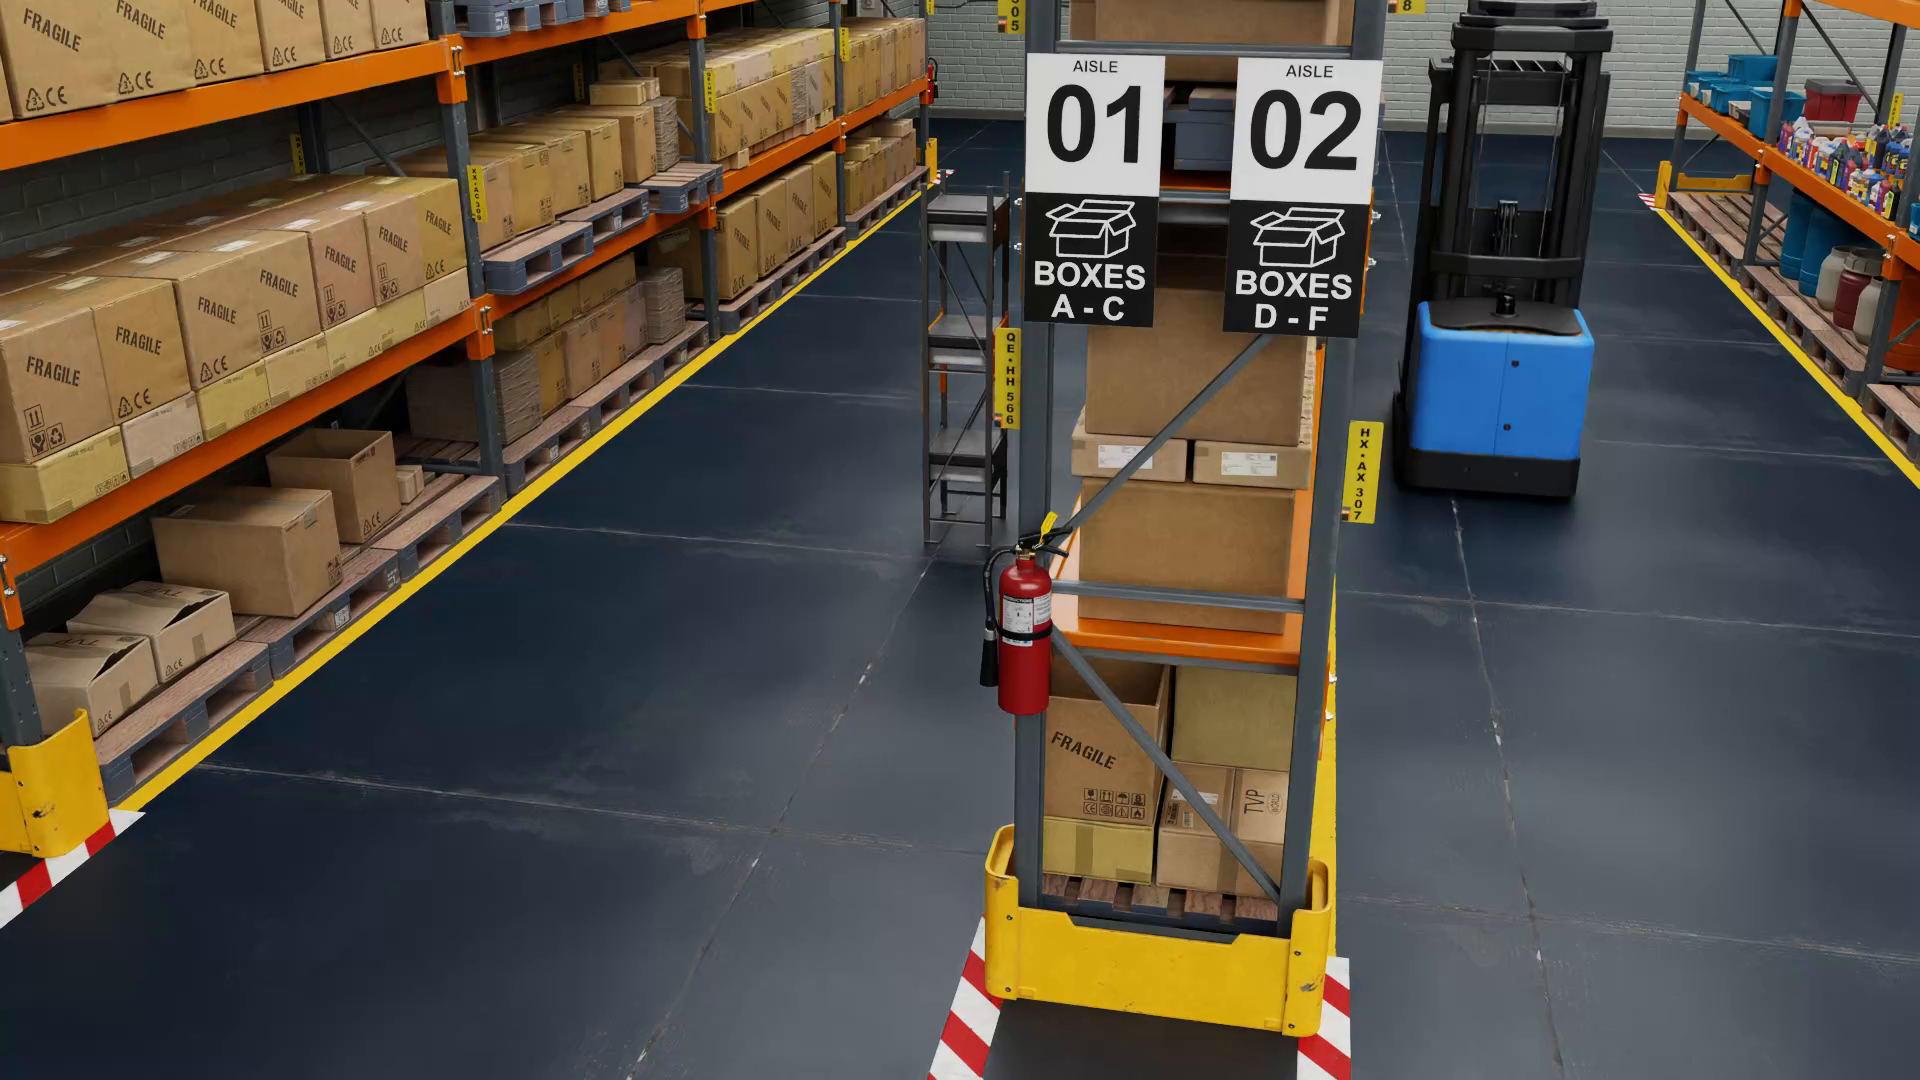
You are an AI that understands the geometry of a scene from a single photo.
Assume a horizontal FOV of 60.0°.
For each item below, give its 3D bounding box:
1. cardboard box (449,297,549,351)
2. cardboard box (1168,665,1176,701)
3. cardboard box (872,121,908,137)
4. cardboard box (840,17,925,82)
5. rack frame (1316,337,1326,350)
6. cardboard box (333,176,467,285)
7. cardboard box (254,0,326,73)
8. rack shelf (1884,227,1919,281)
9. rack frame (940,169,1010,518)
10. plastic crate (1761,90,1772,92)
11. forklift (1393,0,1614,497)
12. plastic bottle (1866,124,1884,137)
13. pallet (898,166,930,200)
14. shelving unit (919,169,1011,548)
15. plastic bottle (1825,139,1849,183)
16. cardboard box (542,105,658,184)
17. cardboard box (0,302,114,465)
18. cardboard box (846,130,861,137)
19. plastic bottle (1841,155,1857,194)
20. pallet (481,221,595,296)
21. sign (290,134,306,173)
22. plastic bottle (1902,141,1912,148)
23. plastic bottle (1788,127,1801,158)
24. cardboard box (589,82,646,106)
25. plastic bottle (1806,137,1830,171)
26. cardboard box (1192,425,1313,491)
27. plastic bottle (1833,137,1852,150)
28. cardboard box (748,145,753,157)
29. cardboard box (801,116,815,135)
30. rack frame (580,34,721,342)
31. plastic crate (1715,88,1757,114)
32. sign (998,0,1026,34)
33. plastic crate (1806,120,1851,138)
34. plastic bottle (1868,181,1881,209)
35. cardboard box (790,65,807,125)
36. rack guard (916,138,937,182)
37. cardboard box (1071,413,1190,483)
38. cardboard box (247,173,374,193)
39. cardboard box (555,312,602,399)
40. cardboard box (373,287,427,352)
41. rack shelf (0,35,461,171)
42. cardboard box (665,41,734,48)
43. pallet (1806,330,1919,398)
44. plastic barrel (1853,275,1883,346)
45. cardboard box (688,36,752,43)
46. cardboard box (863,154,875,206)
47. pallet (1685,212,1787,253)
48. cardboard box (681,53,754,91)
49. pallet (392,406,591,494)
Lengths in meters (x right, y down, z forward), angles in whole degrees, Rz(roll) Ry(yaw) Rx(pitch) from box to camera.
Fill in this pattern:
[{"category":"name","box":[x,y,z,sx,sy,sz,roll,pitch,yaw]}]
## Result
[{"category":"cardboard box","box":[-3.126,-1.476,11.256,0.500,0.250,0.500,4,22,10]},{"category":"cardboard box","box":[0.696,0.335,7.122,0.500,0.500,0.500,4,22,11]},{"category":"cardboard box","box":[-0.842,-4.958,20.066,0.380,0.149,0.250,5,22,12]},{"category":"cardboard box","box":[-0.992,-5.992,20.315,0.980,0.700,0.700,5,23,13]},{"category":"rack frame","box":[1.504,-1.275,9.005,1.000,3.000,0.127,4,22,11]},{"category":"cardboard box","box":[-3.140,-1.743,9.336,0.500,0.500,0.500,4,22,11]},{"category":"cardboard box","box":[-3.399,-2.506,7.884,0.500,0.500,0.500,4,22,9]},{"category":"rack shelf","box":[6.760,-1.294,10.015,1.077,0.370,4.000,4,22,11]},{"category":"rack frame","box":[0.084,-1.124,9.833,0.400,2.100,0.015,4,22,11]},{"category":"plastic crate","box":[8.739,-4.774,17.964,0.396,0.136,0.243,4,22,11]},{"category":"forklift","box":[3.648,-2.146,11.258,1.130,2.935,3.031,5,22,12]},{"category":"plastic bottle","box":[8.221,-3.596,14.933,0.152,0.276,0.135,4,22,11]},{"category":"pallet","box":[-0.984,-4.448,20.616,1.003,0.211,1.213,4,22,11]},{"category":"shelving unit","box":[0.034,-1.035,9.612,0.431,2.100,0.503,4,22,11]},{"category":"plastic bottle","box":[7.205,-3.106,13.617,0.144,0.351,0.185,4,22,11]},{"category":"cardboard box","box":[-2.704,-2.986,12.530,0.700,0.500,0.500,2,22,6]},{"category":"cardboard box","box":[-3.771,-0.628,6.568,0.500,0.500,0.500,4,22,11]},{"category":"cardboard box","box":[-1.370,-4.710,19.449,0.380,0.149,0.250,5,22,11]},{"category":"plastic bottle","box":[7.067,-2.904,13.204,0.061,0.283,0.133,4,22,11]},{"category":"pallet","box":[-3.048,-1.831,10.642,1.003,0.211,1.213,4,22,11]},{"category":"sign","box":[-3.890,-2.230,9.825,0.100,0.325,0.005,4,22,11]},{"category":"plastic bottle","box":[8.016,-3.229,14.021,0.152,0.276,0.135,4,22,11]},{"category":"plastic bottle","box":[7.440,-3.533,14.783,0.097,0.271,0.097,0,22,0]},{"category":"cardboard box","box":[-2.622,-3.419,12.736,0.380,0.149,0.250,1,22,2]},{"category":"plastic bottle","box":[7.328,-3.286,14.163,0.152,0.276,0.135,4,22,11]},{"category":"cardboard box","box":[0.979,-0.287,5.549,0.380,0.149,0.250,4,22,11]},{"category":"plastic bottle","box":[7.477,-3.274,14.134,0.152,0.276,0.135,4,22,11]},{"category":"cardboard box","box":[-2.064,-3.489,14.812,0.380,0.149,0.250,5,22,12]},{"category":"cardboard box","box":[-1.627,-4.038,16.175,0.380,0.149,0.250,4,22,11]},{"category":"rack frame","box":[-2.530,-3.115,13.572,1.000,3.000,0.127,4,22,11]},{"category":"plastic crate","box":[8.098,-4.579,17.351,0.416,0.233,0.300,4,22,11]},{"category":"sign","box":[0.159,-1.624,4.777,0.100,0.325,0.005,4,22,11]},{"category":"plastic crate","box":[8.220,-3.887,15.763,0.396,0.136,0.243,4,22,11]},{"category":"plastic bottle","box":[6.942,-2.608,12.581,0.097,0.201,0.097,0,22,0]},{"category":"cardboard box","box":[-1.767,-4.213,15.739,0.500,0.500,0.500,4,22,11]},{"category":"rack guard","box":[-0.893,-4.890,21.325,1.175,0.500,0.348,4,22,11]},{"category":"cardboard box","box":[0.579,-0.314,5.616,0.380,0.149,0.250,4,22,10]},{"category":"cardboard box","box":[-3.647,-1.783,9.436,0.500,0.500,0.500,4,22,10]},{"category":"cardboard box","box":[-3.012,-1.343,11.930,0.700,0.500,0.500,5,22,12]},{"category":"cardboard box","box":[-3.256,-1.213,9.025,0.500,0.250,0.500,5,22,11]},{"category":"rack shelf","box":[-3.754,-1.978,7.697,1.077,0.370,4.000,4,22,11]},{"category":"cardboard box","box":[-2.371,-4.404,15.212,0.500,0.250,0.500,4,22,10]},{"category":"pallet","box":[7.289,-1.357,12.941,1.003,0.211,1.213,4,22,11]},{"category":"plastic barrel","box":[7.279,-1.794,13.060,0.421,0.512,0.421,0,22,0]},{"category":"cardboard box","box":[-2.260,-4.595,15.685,0.500,0.250,0.500,4,22,9]},{"category":"cardboard box","box":[-1.355,-4.062,18.708,0.700,0.500,0.500,4,22,10]},{"category":"pallet","box":[8.344,-3.248,17.636,1.003,0.211,1.213,4,22,11]},{"category":"cardboard box","box":[-2.076,-3.999,14.205,0.500,0.250,0.500,4,22,10]},{"category":"pallet","box":[-3.189,-0.643,11.168,1.003,0.211,1.213,4,22,11]}]
